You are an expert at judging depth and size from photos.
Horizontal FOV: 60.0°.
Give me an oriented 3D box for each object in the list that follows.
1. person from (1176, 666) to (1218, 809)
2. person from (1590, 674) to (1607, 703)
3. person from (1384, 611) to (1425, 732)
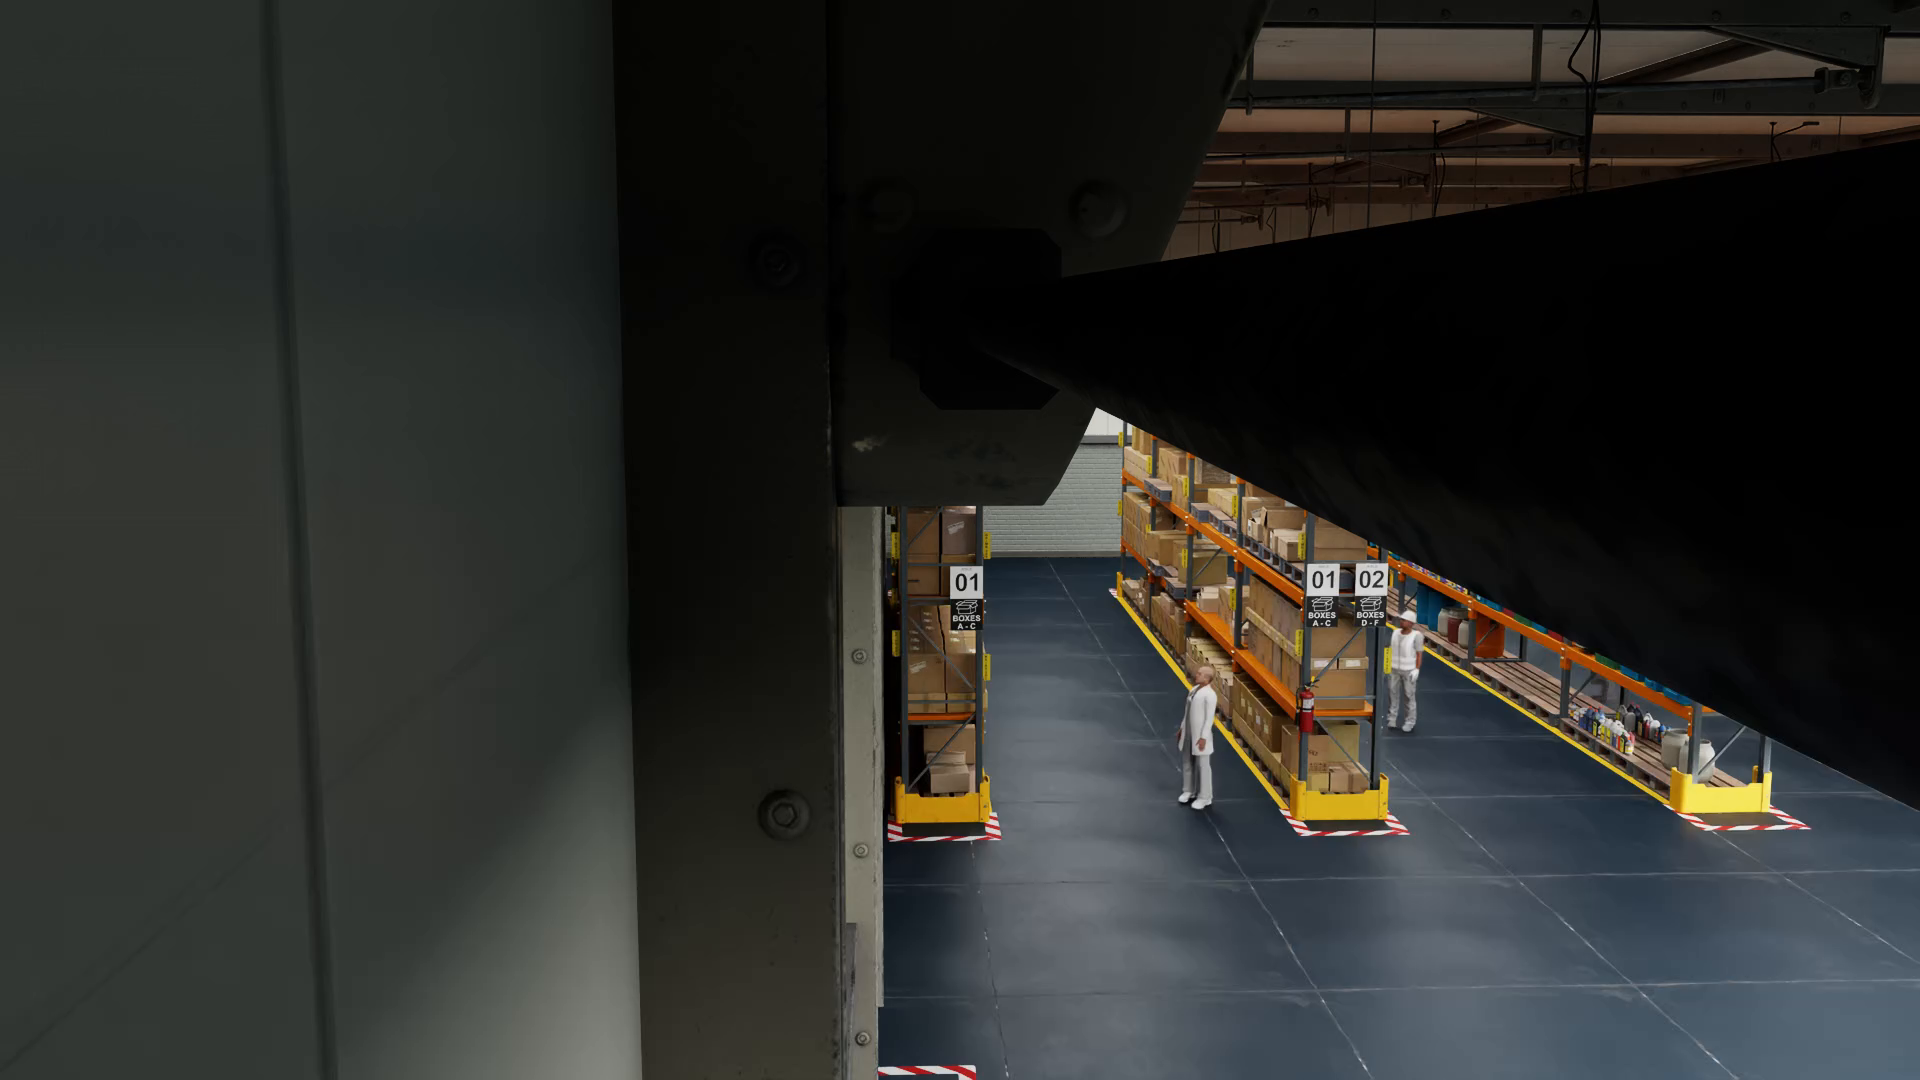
[{"bbox_3d":[3.011,2.483,21.165,0.445,1.778,0.620,-5,9,-32],"label":"person"},{"bbox_3d":[10.212,1.790,26.546,0.359,1.655,0.453,1,8,10],"label":"person"},{"bbox_3d":[6.657,1.955,24.993,0.600,1.798,0.422,6,10,35],"label":"person"}]
